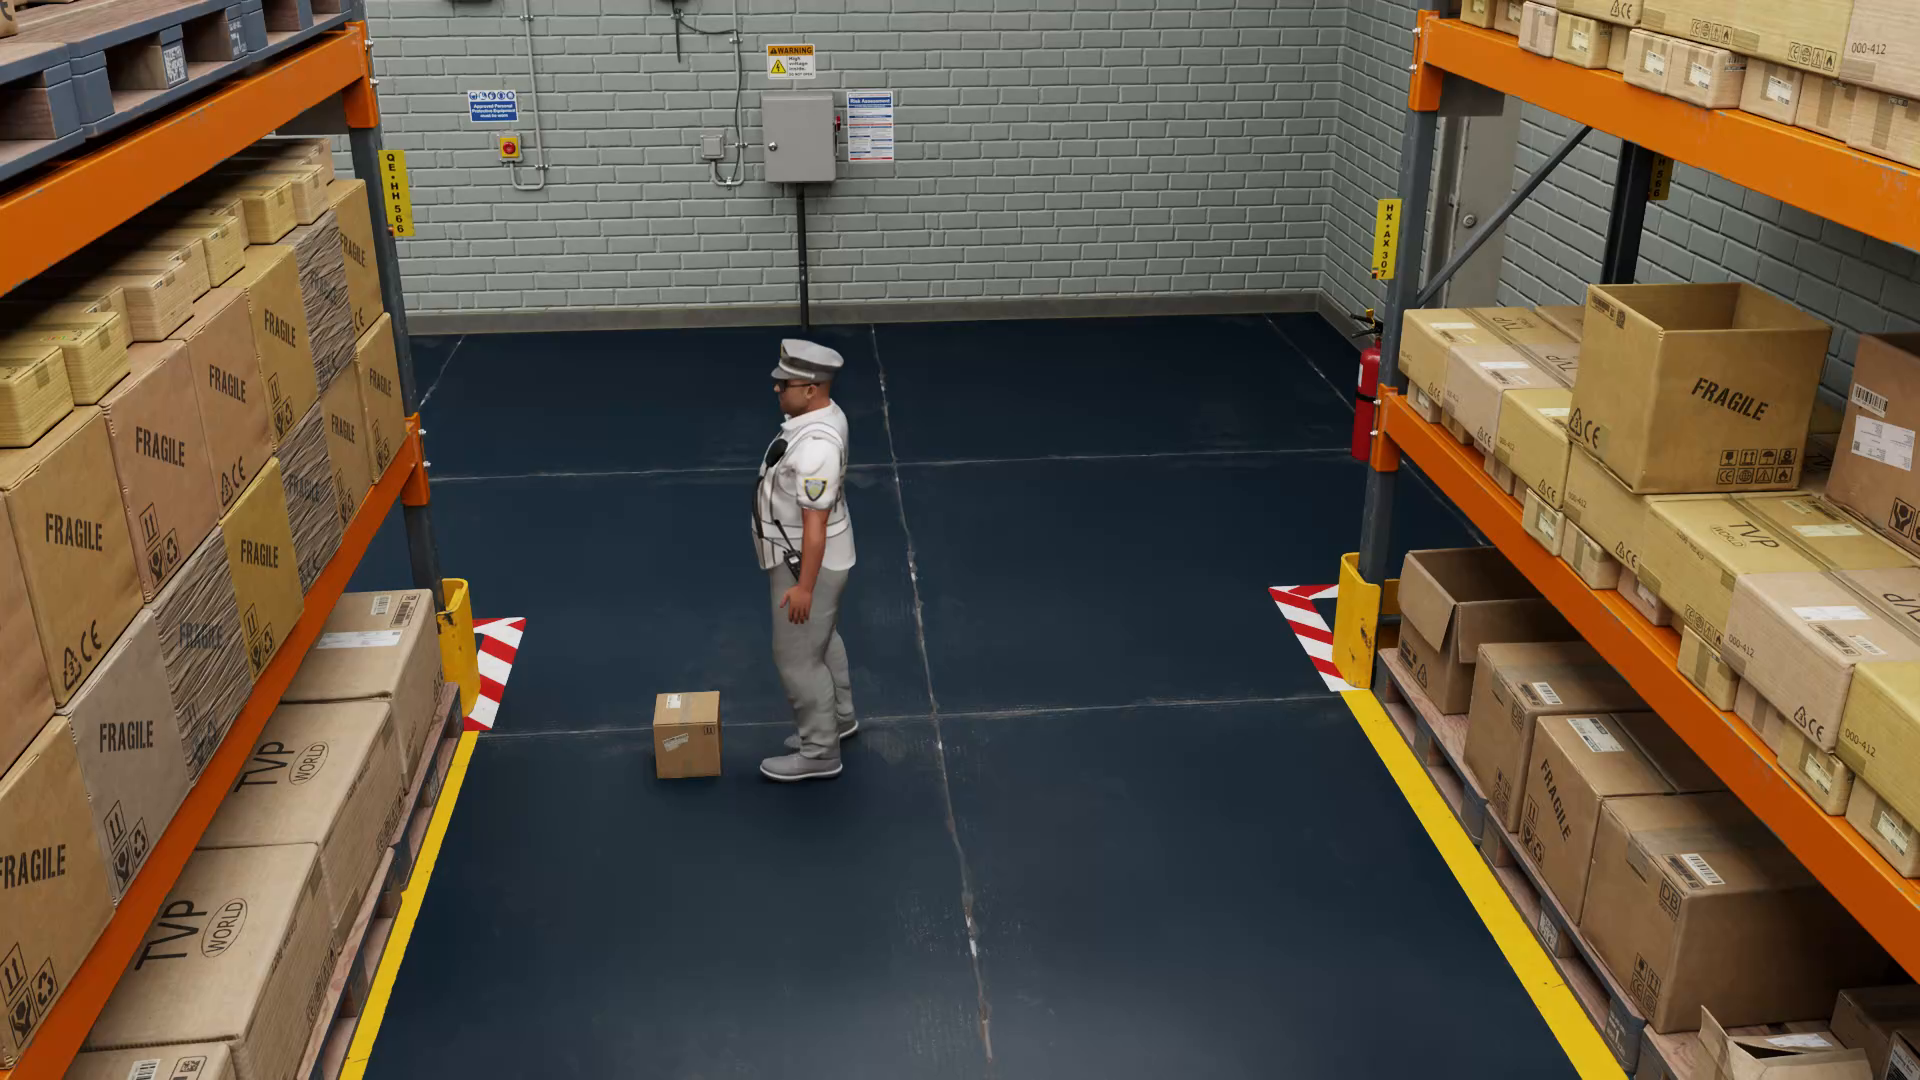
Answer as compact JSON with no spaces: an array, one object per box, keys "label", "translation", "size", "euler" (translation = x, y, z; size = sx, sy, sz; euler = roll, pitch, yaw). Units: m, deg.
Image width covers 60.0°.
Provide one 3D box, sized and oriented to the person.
[{"label":"person","translation":[-0.603,0.094,6.403],"size":[0.405,1.795,0.529],"euler":[-2,24,-3]}]
